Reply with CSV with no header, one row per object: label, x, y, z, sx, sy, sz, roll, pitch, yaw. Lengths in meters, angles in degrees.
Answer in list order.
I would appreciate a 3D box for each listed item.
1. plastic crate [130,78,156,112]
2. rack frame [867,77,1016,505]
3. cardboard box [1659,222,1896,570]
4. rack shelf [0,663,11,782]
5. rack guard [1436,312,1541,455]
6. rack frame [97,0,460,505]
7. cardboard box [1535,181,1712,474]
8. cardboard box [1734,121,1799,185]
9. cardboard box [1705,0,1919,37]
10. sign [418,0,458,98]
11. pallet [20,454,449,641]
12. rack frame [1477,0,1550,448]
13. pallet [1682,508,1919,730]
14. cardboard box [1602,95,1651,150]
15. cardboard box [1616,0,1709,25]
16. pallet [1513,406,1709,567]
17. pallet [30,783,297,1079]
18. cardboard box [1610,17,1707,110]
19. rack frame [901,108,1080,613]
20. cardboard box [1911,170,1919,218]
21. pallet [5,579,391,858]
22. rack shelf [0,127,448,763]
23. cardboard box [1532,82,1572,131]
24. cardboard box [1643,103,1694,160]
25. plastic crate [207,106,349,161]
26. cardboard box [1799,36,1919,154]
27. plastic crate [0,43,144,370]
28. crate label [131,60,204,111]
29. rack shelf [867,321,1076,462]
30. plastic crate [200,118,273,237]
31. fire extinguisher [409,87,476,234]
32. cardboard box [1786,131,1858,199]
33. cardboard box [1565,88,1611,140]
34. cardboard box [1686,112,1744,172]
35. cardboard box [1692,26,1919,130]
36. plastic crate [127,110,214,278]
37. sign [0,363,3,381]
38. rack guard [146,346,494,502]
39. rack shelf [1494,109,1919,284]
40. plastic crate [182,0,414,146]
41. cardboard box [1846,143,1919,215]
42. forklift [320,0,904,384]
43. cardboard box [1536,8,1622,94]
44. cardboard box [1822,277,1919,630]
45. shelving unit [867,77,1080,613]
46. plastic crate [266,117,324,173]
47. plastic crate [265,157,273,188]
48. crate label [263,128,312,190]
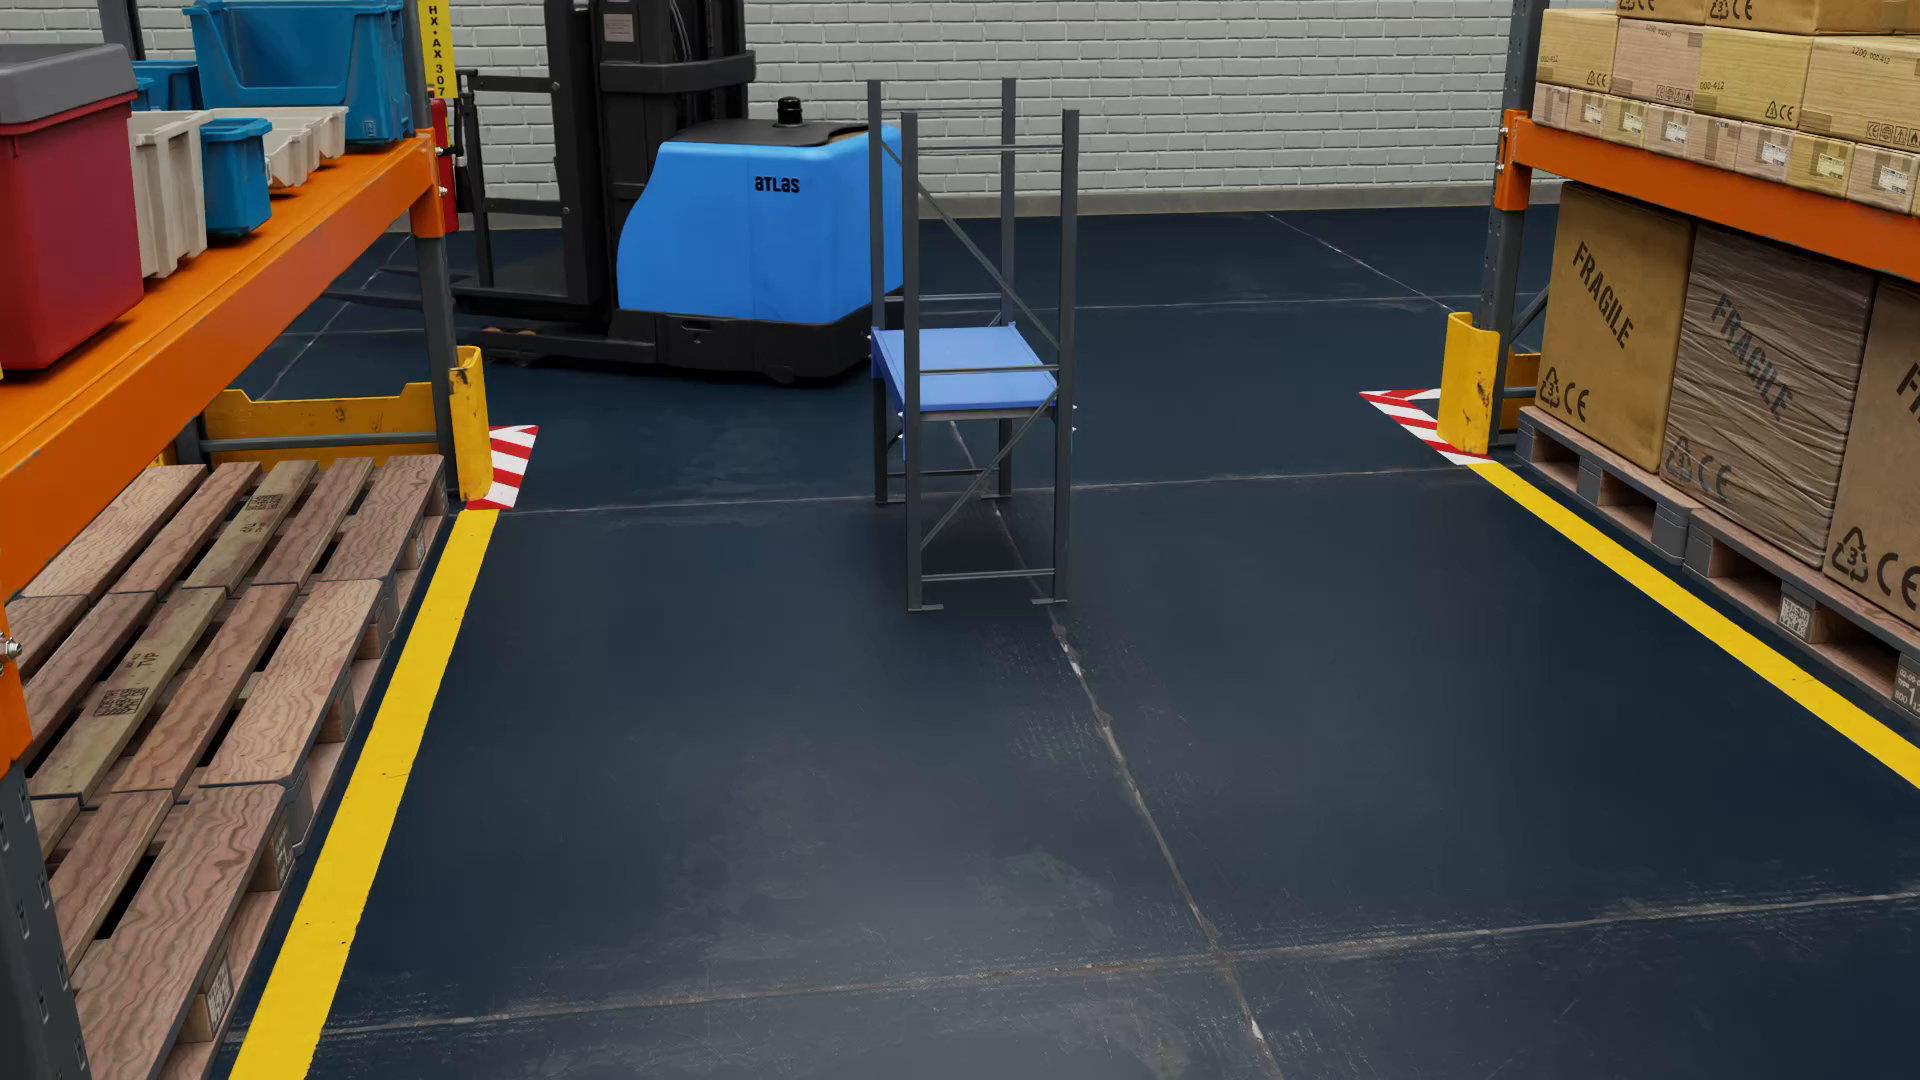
plastic crate,-2.526,-1.191,4.771,0.416,0.233,0.300,-3,21,-8
rack frame,-0.061,-0.849,5.846,0.500,1.500,0.032,-3,21,-8
cardboard box,2.873,-0.490,5.177,0.875,0.875,0.875,-3,21,-8
rack shelf,-1.466,0.843,0.200,1.077,0.370,4.000,-3,21,-8
rack guard,2.567,-0.658,6.765,1.175,0.500,0.348,-3,21,-8
rack frame,-2.331,-1.571,5.636,1.000,3.000,0.127,-3,21,-8
cardboard box,2.742,-0.805,6.021,0.875,0.875,0.875,-3,21,-8
cardboard box,2.483,-1.119,4.784,0.380,0.149,0.250,-3,21,-8
cardboard box,2.525,-1.710,4.724,0.500,0.500,0.500,-3,21,-9
sign,-1.789,-1.681,5.697,0.100,0.325,0.005,-3,21,-8
pallet,-2.250,0.022,5.354,1.003,0.211,1.213,-3,21,-8
rack frame,2.571,-1.821,6.305,1.000,3.000,0.127,-3,21,-8
pallet,2.936,0.180,4.934,1.003,0.211,1.213,-3,21,-8
cardboard box,2.371,-1.387,5.500,0.380,0.149,0.250,-3,21,-9
cardboard box,2.445,-1.889,5.203,0.500,0.500,0.500,-3,21,-9
pallet,2.763,-0.242,6.062,1.003,0.211,1.213,-3,21,-8
pallet,-1.898,0.867,3.092,1.003,0.211,1.213,-3,21,-8
cardboard box,2.454,-1.531,5.317,0.500,0.250,0.500,-3,21,-8
rack frame,0.086,-0.497,4.903,0.500,1.500,0.032,-3,21,-8
cardboard box,2.593,-0.852,4.071,0.380,0.149,0.250,-3,21,-9
pallet,-2.078,0.444,4.226,1.003,0.211,1.213,-3,21,-8
rack shelf,-2.042,-0.542,3.908,1.077,0.370,4.000,-3,21,-8
cardboard box,2.295,-1.564,5.975,0.380,0.149,0.250,-3,21,-7
cardboard box,2.410,-1.296,5.259,0.380,0.149,0.250,-3,21,-9
plastic crate,-2.034,-1.203,4.940,0.396,0.136,0.243,-3,21,-8
cardboard box,2.603,-1.176,4.368,0.500,0.250,0.500,-3,21,-9
plastic crate,-1.635,-0.566,2.768,0.402,0.464,0.583,-3,21,-8
crate label,-2.621,-1.419,5.382,0.416,0.233,0.303,-3,21,-8
rack shelf,0.012,-0.505,5.438,0.538,0.185,1.000,-3,21,-8
plastic crate,-1.781,-0.823,3.786,0.416,0.233,0.300,-3,21,-8
fire extinguisher,-1.903,-1.436,5.916,0.296,0.674,0.183,-3,21,-8
cardboard box,2.518,-1.031,4.550,0.380,0.149,0.250,-3,21,-9
cardboard box,2.334,-1.475,5.738,0.380,0.149,0.250,-3,21,-9
cardboard box,2.445,-1.208,5.023,0.380,0.149,0.250,-3,21,-9
cardboard box,2.523,-1.357,4.850,0.500,0.250,0.500,-4,21,-10
plastic crate,-1.792,-0.697,3.379,0.437,0.282,0.530,-3,21,-8
sign,-1.209,-0.343,1.952,0.100,0.325,0.005,-3,21,-8
rack guard,-2.347,-0.408,6.094,1.175,0.500,0.348,-3,21,-8
rack shelf,2.859,-0.792,4.577,1.077,0.370,4.000,-3,21,-8
plastic crate,-2.098,-1.509,5.334,0.616,0.435,0.499,-3,21,-8
cardboard box,2.558,-0.941,4.307,0.380,0.149,0.250,-3,21,-7
forklift,-1.834,-2.373,7.881,3.031,2.935,1.130,7,22,18
cardboard box,2.373,-1.710,5.798,0.500,0.250,0.500,-3,21,-9
cardboard box,3.001,-0.182,4.352,0.875,0.875,0.875,-3,21,-8
shelving unit,0.012,-0.673,5.375,0.538,1.500,1.048,-3,21,-8
plastic crate,-2.006,-1.102,4.670,0.396,0.136,0.243,-3,21,-8
plastic crate,-1.881,-0.905,4.143,0.298,0.136,0.250,-3,21,-8
crate label,-1.942,-1.006,4.415,0.396,0.136,0.243,-3,21,-8
